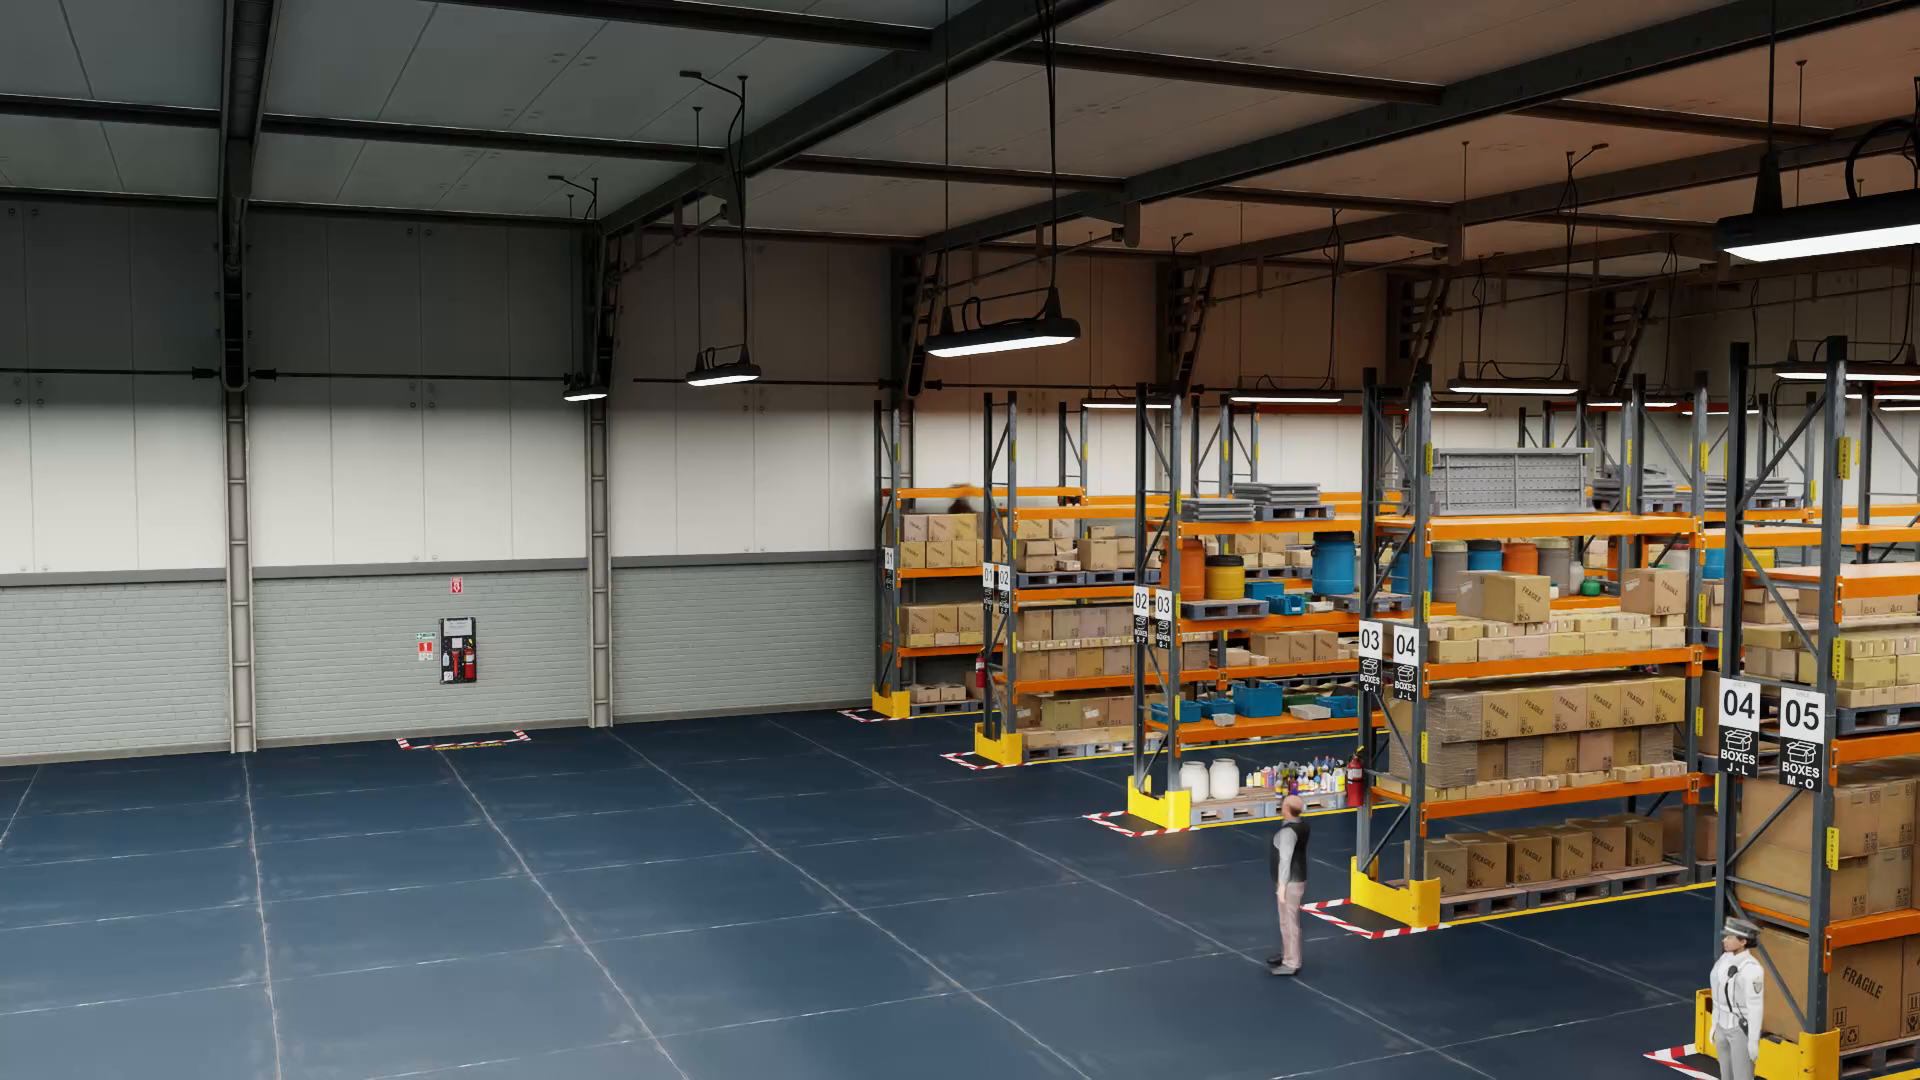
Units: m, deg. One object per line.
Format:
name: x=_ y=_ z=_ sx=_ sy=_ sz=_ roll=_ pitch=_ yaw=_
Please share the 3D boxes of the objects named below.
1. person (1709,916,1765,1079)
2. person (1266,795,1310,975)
person: x=5.672 y=3.616 z=12.184 sx=0.398 sy=1.703 sz=0.570 roll=0 pitch=3 yaw=-3
person: x=3.203 y=3.350 z=16.253 sx=0.406 sy=1.721 sz=0.580 roll=1 pitch=3 yaw=13
